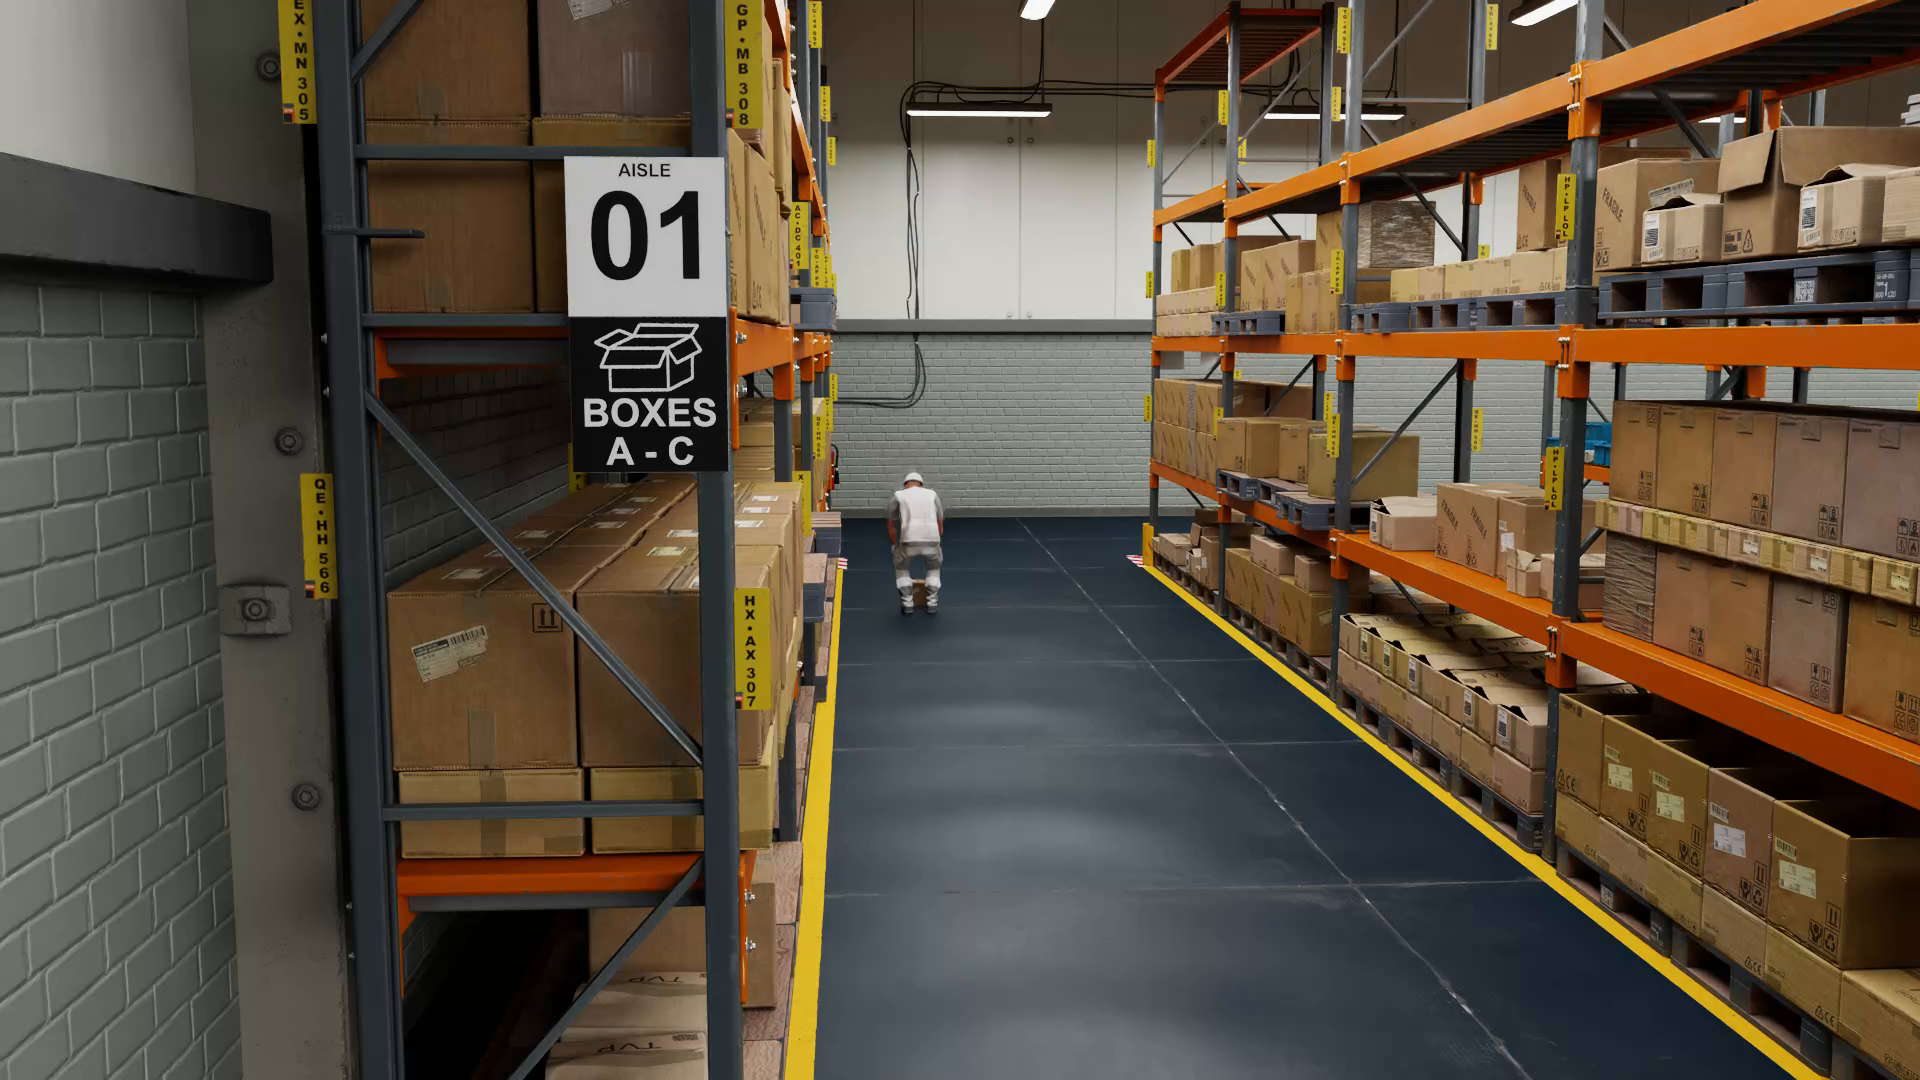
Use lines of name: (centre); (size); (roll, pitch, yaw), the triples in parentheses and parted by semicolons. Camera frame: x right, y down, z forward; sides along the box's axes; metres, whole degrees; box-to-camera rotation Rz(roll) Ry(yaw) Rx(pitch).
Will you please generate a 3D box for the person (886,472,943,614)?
person: (-0.461, 0.030, 16.997); (0.584, 1.409, 0.766); (0, 7, -4)
